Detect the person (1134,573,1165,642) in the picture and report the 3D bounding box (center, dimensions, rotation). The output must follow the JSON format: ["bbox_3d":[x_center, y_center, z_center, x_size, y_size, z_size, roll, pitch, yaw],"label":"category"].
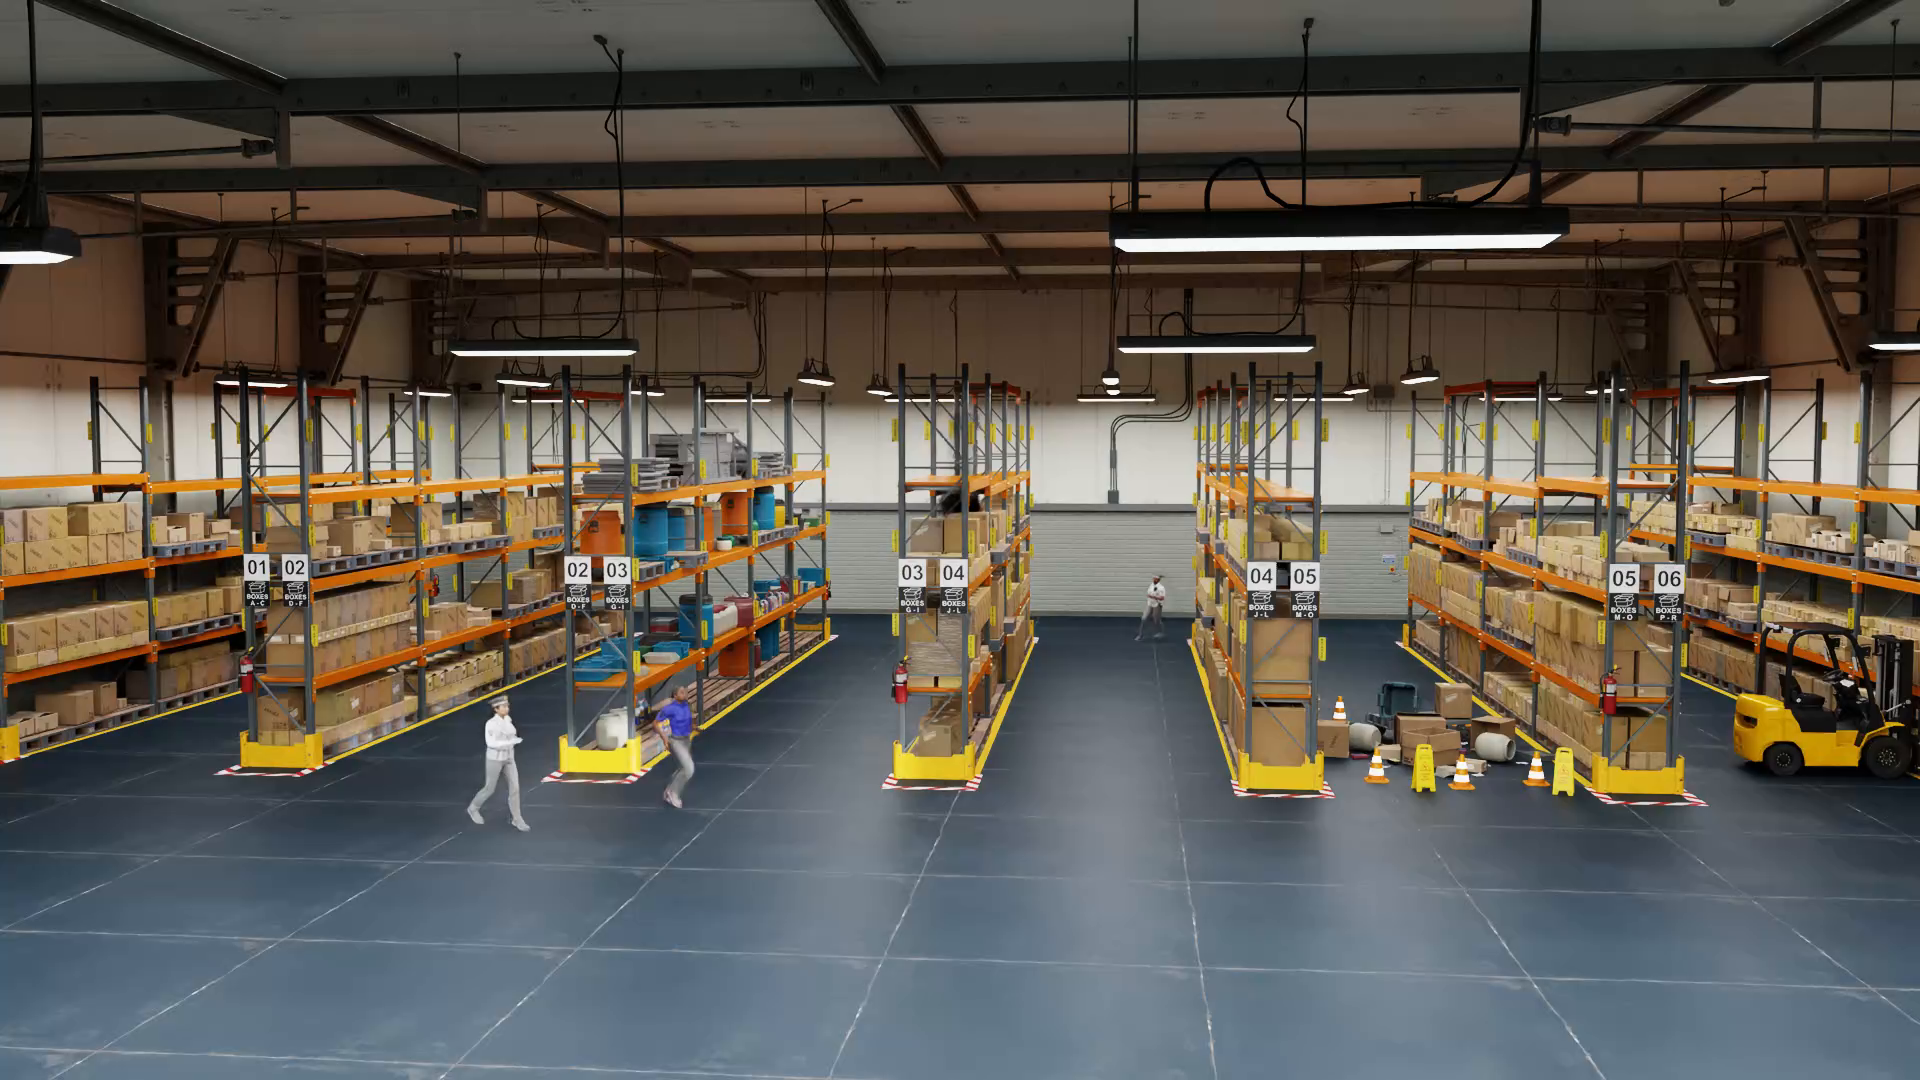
[{"bbox_3d":[4.702,1.610,39.953,0.862,1.683,0.660,-3,5,-43],"label":"person"}]

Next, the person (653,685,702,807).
[{"bbox_3d":[-3.726,2.752,22.221,0.655,1.633,0.554,2,4,26],"label":"person"}]

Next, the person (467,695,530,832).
[{"bbox_3d":[-5.816,2.787,20.946,0.919,1.702,0.597,2,4,26],"label":"person"}]
